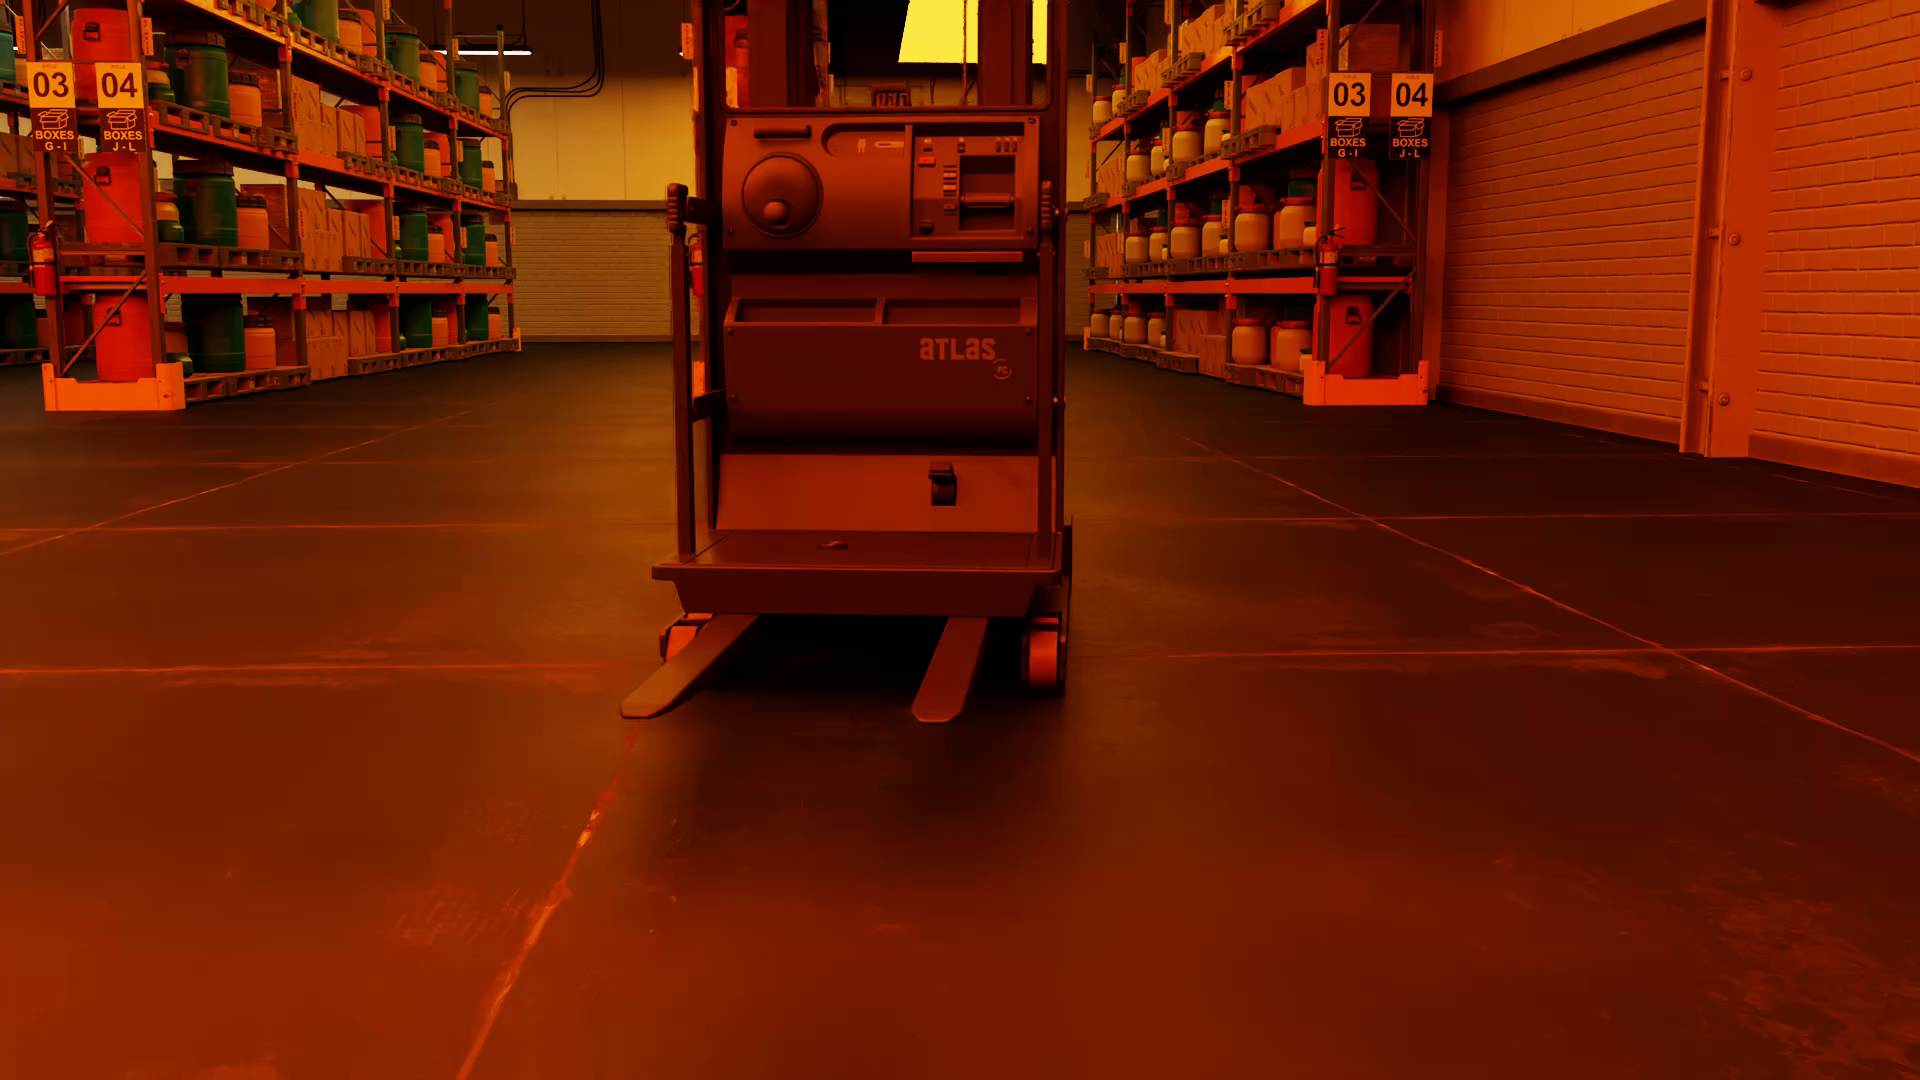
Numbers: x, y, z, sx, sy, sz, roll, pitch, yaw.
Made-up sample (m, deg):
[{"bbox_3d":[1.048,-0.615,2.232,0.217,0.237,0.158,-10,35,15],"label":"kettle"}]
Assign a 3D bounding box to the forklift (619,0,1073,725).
[{"bbox_3d":[-0.245,-1.090,4.671,1.130,2.935,3.031,1,8,4],"label":"forklift"}]
